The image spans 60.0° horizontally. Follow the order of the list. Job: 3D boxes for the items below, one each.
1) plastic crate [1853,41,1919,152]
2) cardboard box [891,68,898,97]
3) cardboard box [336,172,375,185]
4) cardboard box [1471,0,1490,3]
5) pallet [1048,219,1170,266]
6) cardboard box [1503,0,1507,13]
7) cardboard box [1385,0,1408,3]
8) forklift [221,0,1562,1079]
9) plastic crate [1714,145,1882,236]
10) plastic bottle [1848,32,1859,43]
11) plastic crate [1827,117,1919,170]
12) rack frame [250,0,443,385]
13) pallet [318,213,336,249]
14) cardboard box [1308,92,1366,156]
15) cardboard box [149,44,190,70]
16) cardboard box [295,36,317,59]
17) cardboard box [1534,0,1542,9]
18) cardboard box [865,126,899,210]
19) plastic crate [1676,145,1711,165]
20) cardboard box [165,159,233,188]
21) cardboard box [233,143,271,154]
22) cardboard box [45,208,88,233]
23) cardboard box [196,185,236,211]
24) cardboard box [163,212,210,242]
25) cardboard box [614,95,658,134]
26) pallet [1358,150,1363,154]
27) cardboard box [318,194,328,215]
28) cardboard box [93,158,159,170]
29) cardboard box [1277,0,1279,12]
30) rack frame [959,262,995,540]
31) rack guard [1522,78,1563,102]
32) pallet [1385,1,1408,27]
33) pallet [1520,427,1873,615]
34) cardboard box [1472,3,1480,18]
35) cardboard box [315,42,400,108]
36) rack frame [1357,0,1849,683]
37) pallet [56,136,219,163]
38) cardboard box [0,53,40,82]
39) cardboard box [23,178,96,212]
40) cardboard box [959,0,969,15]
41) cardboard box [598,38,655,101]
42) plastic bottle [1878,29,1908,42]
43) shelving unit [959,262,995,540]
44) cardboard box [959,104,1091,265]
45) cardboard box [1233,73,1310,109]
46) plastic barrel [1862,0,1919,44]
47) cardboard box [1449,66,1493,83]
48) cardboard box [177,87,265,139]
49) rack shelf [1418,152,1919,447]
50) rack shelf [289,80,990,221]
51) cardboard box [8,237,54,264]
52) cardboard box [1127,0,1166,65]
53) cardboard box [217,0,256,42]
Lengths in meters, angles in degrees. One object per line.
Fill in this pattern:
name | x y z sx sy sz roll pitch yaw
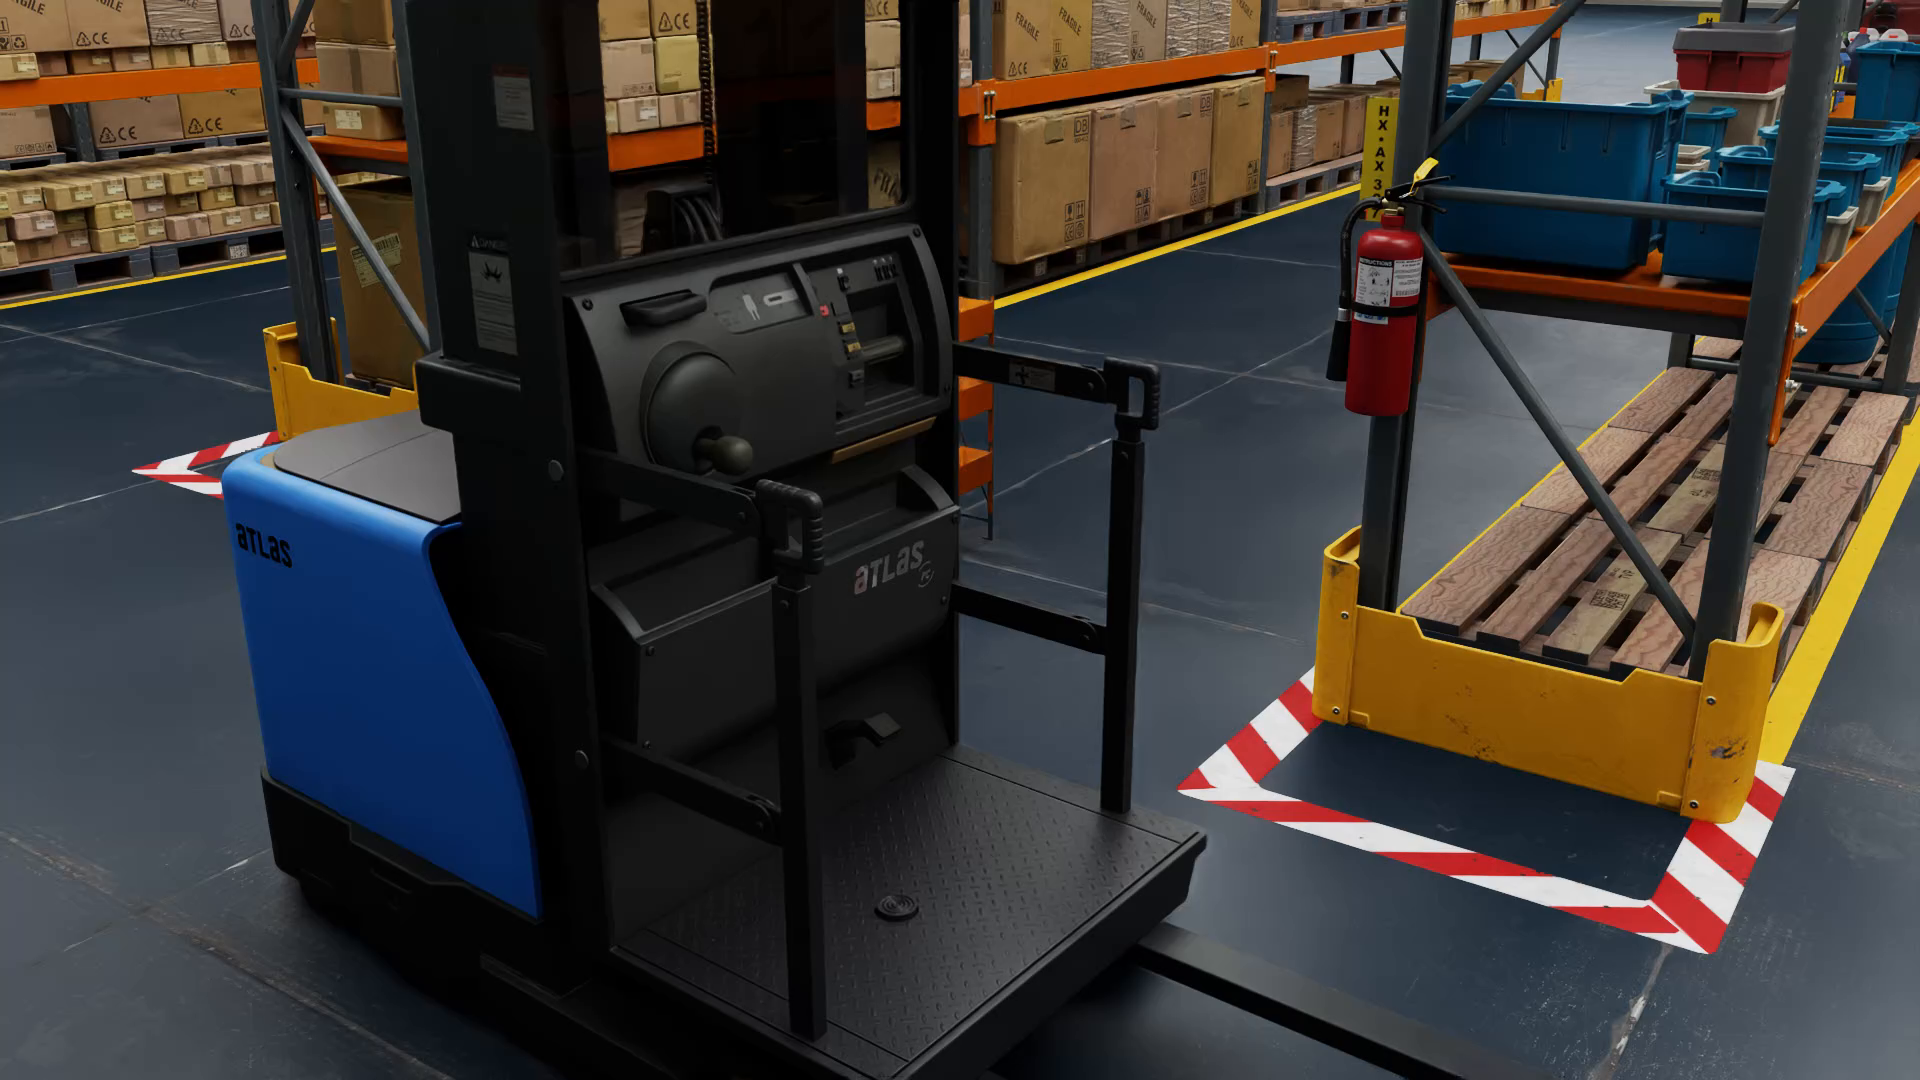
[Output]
plastic crate | 3.861 -1.806 6.761 0.392 0.384 0.575 13 24 32
cardboard box | -0.445 -2.535 9.158 0.380 0.149 0.250 13 24 31
cardboard box | -4.493 -2.635 12.140 0.380 0.149 0.250 12 24 30
cardboard box | 4.856 -5.688 16.745 0.875 0.500 0.500 13 24 32
pallet | 0.801 -2.232 11.995 1.003 0.211 1.213 13 24 32
cardboard box | 5.547 -5.646 17.568 0.380 0.149 0.250 13 24 32
cardboard box | 3.679 -5.525 15.408 1.000 1.000 1.000 13 24 32
forklift | -0.172 -0.370 3.039 3.031 2.935 1.130 15 25 35
plastic crate | 2.374 -0.984 4.756 0.416 0.233 0.300 13 24 32
plastic bottle | 5.319 -2.882 9.911 0.152 0.276 0.135 13 24 32
plastic crate | 3.434 -1.512 6.338 0.437 0.125 0.590 13 24 32
rack frame | -2.504 -1.805 6.820 1.000 3.000 0.127 13 24 32
pallet | -4.649 -2.441 12.560 1.003 0.211 1.213 13 24 32
cardboard box | 3.281 -3.816 15.226 0.700 0.500 0.500 11 23 27
cardboard box | -5.261 -3.170 10.872 0.380 0.149 0.250 14 25 34
cardboard box | -4.723 -3.482 11.718 0.380 0.149 0.250 13 24 30
cardboard box | 6.262 -6.002 18.529 0.380 0.149 0.250 13 24 32
cardboard box | -0.692 -1.979 9.748 0.875 0.875 0.875 13 24 32
plastic crate | 2.363 -1.266 5.657 0.298 0.136 0.250 13 24 32
cardboard box | -5.188 -2.496 11.336 0.380 0.149 0.250 13 24 32
cardboard box | -5.099 -2.800 12.157 0.380 0.149 0.250 13 24 30
cardboard box | -5.777 -2.056 10.573 0.380 0.149 0.250 14 24 33
cardboard box | -5.194 -2.364 11.408 0.380 0.149 0.250 15 25 34
cardboard box | -5.266 -2.110 11.151 0.380 0.149 0.250 12 23 29
cardboard box | -1.599 -1.947 7.566 0.380 0.149 0.250 13 24 31
pallet | 3.805 -3.716 16.007 1.003 0.211 1.213 13 24 32
cardboard box | -4.798 -2.431 12.017 0.380 0.149 0.250 13 24 31
cardboard box | -5.689 -2.505 11.359 0.380 0.149 0.250 12 24 30
cardboard box | 2.264 -4.506 13.375 0.500 0.500 0.500 10 23 25
rack frame | 0.038 -0.512 6.136 0.200 1.050 0.008 13 24 32
rack guard | 6.448 -5.201 19.605 1.175 0.500 0.348 13 24 32
pallet | 3.692 -4.967 15.645 1.003 0.211 1.213 13 24 32
pallet | 2.775 -0.108 6.254 1.003 0.211 1.213 13 24 32
cardboard box | 5.013 -5.353 16.774 0.380 0.149 0.250 13 24 32
cardboard box | -2.451 -2.064 7.310 0.500 0.250 0.500 13 24 31
rack frame | 1.592 -0.839 4.208 1.000 3.000 0.127 13 24 32
pallet | -8.080 -3.813 16.269 1.003 0.211 1.213 13 24 32
cardboard box | -5.792 -2.860 10.035 0.380 0.149 0.250 12 24 30
cardboard box | -5.671 -2.174 10.464 0.380 0.149 0.250 13 24 32
cardboard box | -0.293 -3.189 9.269 0.500 0.500 0.500 14 25 33
cardboard box | -1.724 -2.109 7.431 0.500 0.250 0.500 13 24 31
plastic bottle | 5.705 -2.985 10.190 0.152 0.276 0.135 13 24 32
shelving unit | -0.030 -0.477 6.041 0.215 1.050 0.252 13 24 32
cardboard box | 0.088 -2.340 10.725 1.225 0.875 0.875 13 24 32
cardboard box | 2.635 -3.838 14.205 0.500 0.250 0.500 17 26 38
plastic barrel | 6.100 -3.390 10.910 0.600 0.536 0.708 13 24 32
cardboard box | 5.450 -4.890 18.158 0.500 0.500 0.500 16 26 37
cardboard box | -7.668 -4.539 16.671 0.875 0.875 0.875 14 25 33
rack shelf | 2.717 -1.075 5.884 1.077 0.370 4.000 13 24 32
rack shelf | -1.380 -2.041 8.496 1.077 0.370 4.000 13 24 32
cardboard box | -5.910 -1.840 10.419 0.380 0.149 0.250 13 24 32
cardboard box | 1.060 -3.520 11.312 0.500 0.500 0.500 14 24 33
cardboard box | -4.912 -3.650 11.235 0.500 0.500 0.500 13 24 32
